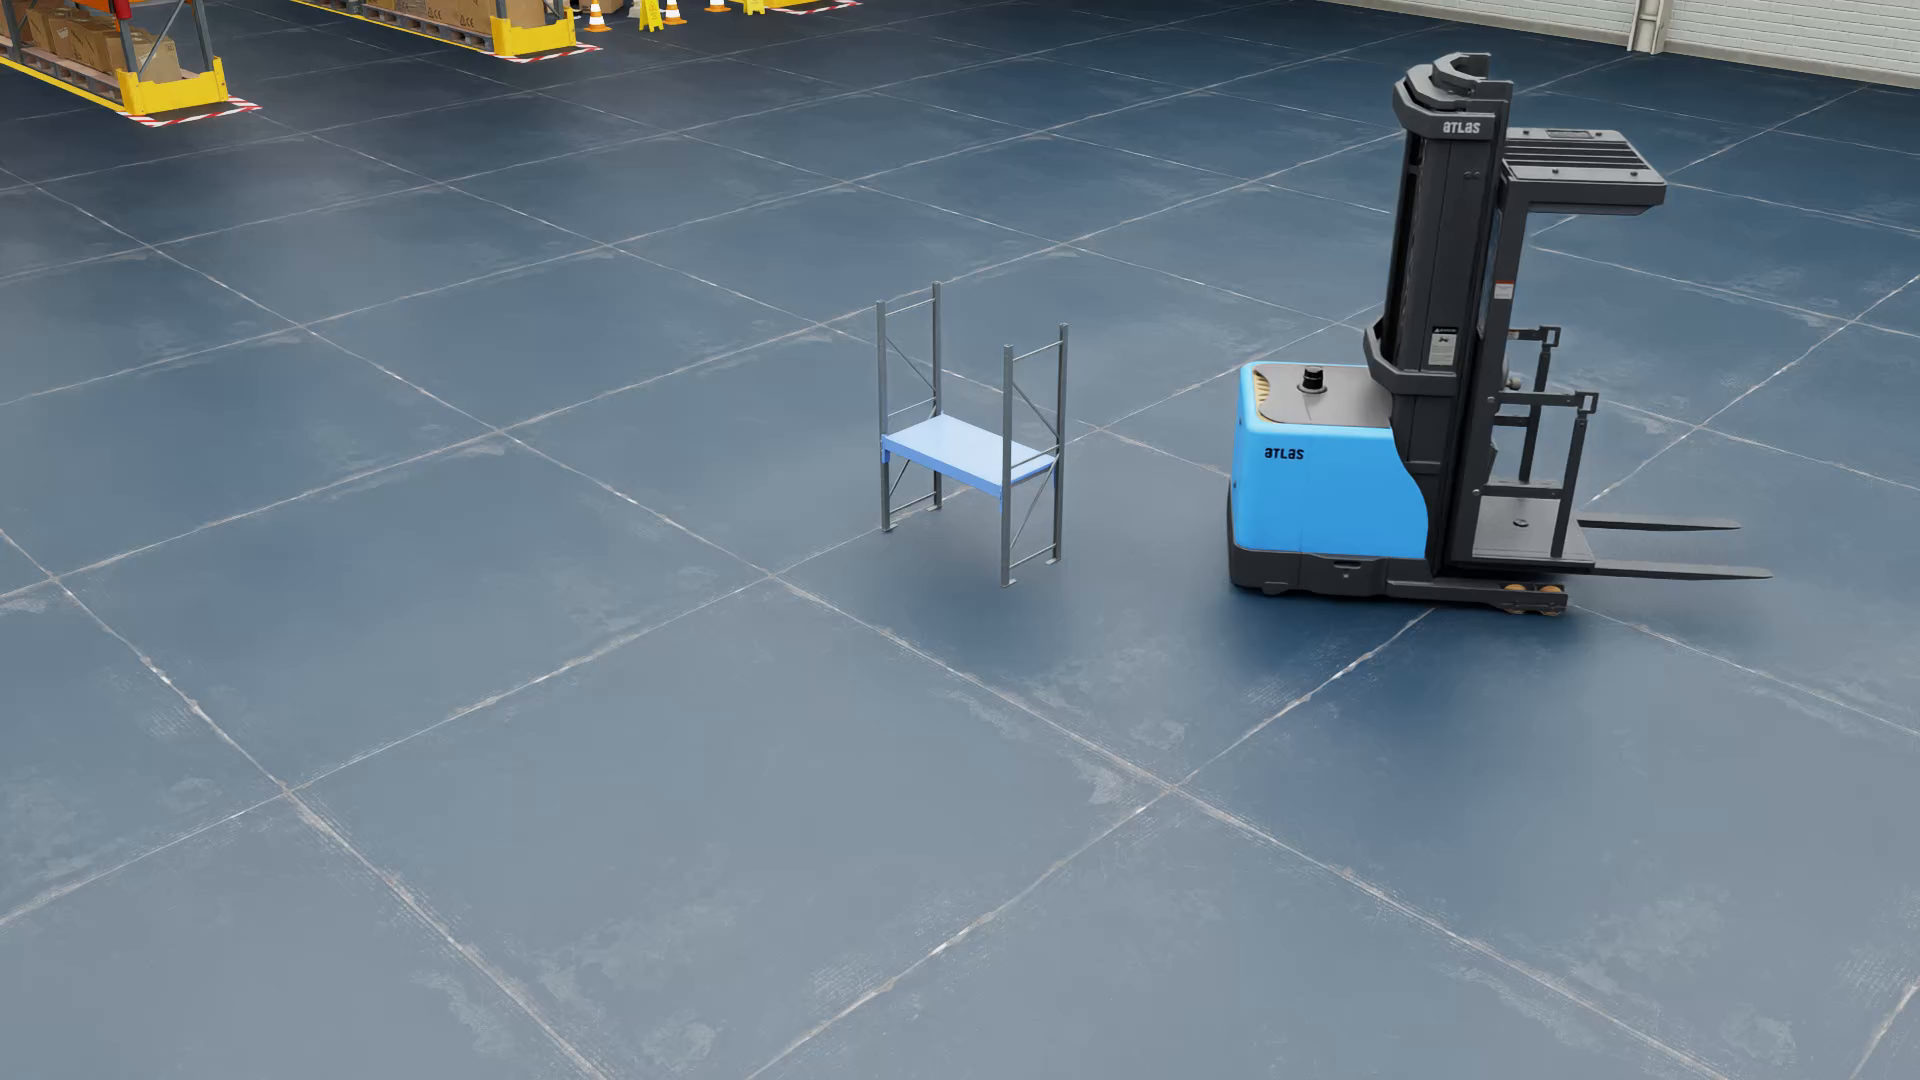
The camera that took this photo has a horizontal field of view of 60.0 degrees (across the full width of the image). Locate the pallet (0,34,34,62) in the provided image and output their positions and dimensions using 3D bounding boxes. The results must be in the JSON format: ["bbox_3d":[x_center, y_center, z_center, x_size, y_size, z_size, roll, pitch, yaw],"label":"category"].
[{"bbox_3d":[-12.937,-6.952,23.244,1.213,0.211,1.003,25,36,38],"label":"pallet"}]

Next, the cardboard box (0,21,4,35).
[{"bbox_3d":[-13.131,-7.390,23.294,0.500,0.500,0.700,24,36,38],"label":"cardboard box"}]

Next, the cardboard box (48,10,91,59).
[{"bbox_3d":[-11.710,-6.684,21.973,0.500,0.500,0.500,-13,31,-24],"label":"cardboard box"}]

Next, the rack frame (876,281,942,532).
[{"bbox_3d":[-0.302,-0.802,10.163,0.032,1.500,0.500,25,36,38],"label":"rack frame"}]

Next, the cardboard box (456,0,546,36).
[{"bbox_3d":[-6.509,-7.685,23.474,0.875,0.875,0.875,25,37,39],"label":"cardboard box"}]

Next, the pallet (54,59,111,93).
[{"bbox_3d":[-11.003,-6.093,21.610,1.213,0.211,1.003,25,36,38],"label":"pallet"}]

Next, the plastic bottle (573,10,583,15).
[{"bbox_3d":[-5.982,-8.156,25.695,0.283,0.061,0.133,12,30,22],"label":"plastic bottle"}]

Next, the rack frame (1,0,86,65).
[{"bbox_3d":[-12.381,-7.932,22.113,0.127,3.000,1.000,25,36,38],"label":"rack frame"}]

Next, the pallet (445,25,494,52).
[{"bbox_3d":[-6.604,-7.241,23.794,1.213,0.211,1.003,25,36,38],"label":"pallet"}]

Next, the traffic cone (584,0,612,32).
[{"bbox_3d":[-5.362,-7.762,24.514,0.334,0.463,0.336,25,36,38],"label":"traffic cone"}]

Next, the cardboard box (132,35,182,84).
[{"bbox_3d":[-9.962,-5.916,20.513,0.500,0.500,0.500,-18,33,-30],"label":"cardboard box"}]

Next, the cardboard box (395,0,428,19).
[{"bbox_3d":[-7.787,-8.270,24.586,0.875,0.875,0.875,25,37,39],"label":"cardboard box"}]

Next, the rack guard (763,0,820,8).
[{"bbox_3d":[-2.635,-8.834,26.514,0.348,0.500,1.175,25,36,38],"label":"rack guard"}]

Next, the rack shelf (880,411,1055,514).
[{"bbox_3d":[0.061,-0.477,9.932,1.000,0.185,0.538,25,36,38],"label":"rack shelf"}]

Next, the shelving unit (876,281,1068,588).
[{"bbox_3d":[0.061,-0.636,9.848,1.048,1.500,0.538,25,36,38],"label":"shelving unit"}]

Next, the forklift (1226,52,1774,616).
[{"bbox_3d":[3.126,-1.129,9.248,3.031,2.935,1.130,3,28,6],"label":"forklift"}]

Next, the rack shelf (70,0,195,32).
[{"bbox_3d":[-10.955,-6.961,21.039,4.000,0.370,1.077,25,36,38],"label":"rack shelf"}]

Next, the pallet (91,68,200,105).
[{"bbox_3d":[-10.137,-5.695,20.853,1.213,0.211,1.003,25,36,38],"label":"pallet"}]

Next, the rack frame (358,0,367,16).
[{"bbox_3d":[-8.831,-9.545,25.180,0.127,3.000,1.000,25,36,38],"label":"rack frame"}]

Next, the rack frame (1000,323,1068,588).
[{"bbox_3d":[0.423,-0.470,9.533,0.032,1.500,0.500,25,36,38],"label":"rack frame"}]

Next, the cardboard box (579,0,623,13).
[{"bbox_3d":[-5.608,-8.544,25.958,0.637,0.503,0.797,2,28,4],"label":"cardboard box"}]

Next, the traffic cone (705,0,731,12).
[{"bbox_3d":[-3.792,-8.505,25.928,0.334,0.463,0.336,25,36,38],"label":"traffic cone"}]

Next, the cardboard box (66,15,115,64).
[{"bbox_3d":[-11.212,-6.507,21.637,0.500,0.500,0.500,21,34,34],"label":"cardboard box"}]

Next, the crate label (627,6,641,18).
[{"bbox_3d":[-4.932,-8.118,25.541,0.298,0.136,0.250,7,29,13],"label":"crate label"}]

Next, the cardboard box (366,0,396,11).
[{"bbox_3d":[-8.432,-8.562,25.143,0.875,0.875,0.875,-25,36,-38],"label":"cardboard box"}]

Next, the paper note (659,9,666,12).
[{"bbox_3d":[-4.650,-8.250,25.906,0.142,0.019,0.148,12,30,22],"label":"paper note"}]

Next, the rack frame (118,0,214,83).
[{"bbox_3d":[-9.529,-6.627,19.630,0.127,3.000,1.000,25,36,38],"label":"rack frame"}]

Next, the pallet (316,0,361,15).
[{"bbox_3d":[-9.434,-8.538,26.261,1.213,0.211,1.003,25,36,38],"label":"pallet"}]

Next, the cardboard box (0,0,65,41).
[{"bbox_3d":[-12.804,-7.228,22.987,0.500,0.500,0.700,21,34,35],"label":"cardboard box"}]

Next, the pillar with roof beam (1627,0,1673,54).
[{"bbox_3d":[6.571,-9.402,18.461,0.400,9.000,9.100,25,36,38],"label":"pillar with roof beam"}]

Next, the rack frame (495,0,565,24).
[{"bbox_3d":[-5.979,-8.240,22.698,0.127,3.000,1.000,25,36,38],"label":"rack frame"}]

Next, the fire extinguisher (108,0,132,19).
[{"bbox_3d":[-9.770,-6.403,19.287,0.183,0.674,0.296,25,36,38],"label":"fire extinguisher"}]

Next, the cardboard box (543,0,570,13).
[{"bbox_3d":[-6.315,-8.386,25.912,0.396,0.266,0.258,-18,33,-31],"label":"cardboard box"}]

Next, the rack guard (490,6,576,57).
[{"bbox_3d":[-5.962,-7.126,23.265,0.348,0.500,1.175,25,36,38],"label":"rack guard"}]

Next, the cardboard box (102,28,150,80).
[{"bbox_3d":[-10.412,-6.100,20.862,0.500,0.500,0.500,-15,31,-27],"label":"cardboard box"}]

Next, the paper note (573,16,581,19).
[{"bbox_3d":[-5.877,-7.987,25.408,0.144,0.017,0.142,-13,30,-22],"label":"paper note"}]

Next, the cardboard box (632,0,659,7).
[{"bbox_3d":[-4.931,-8.411,26.087,0.380,0.149,0.250,-7,29,-14],"label":"cardboard box"}]

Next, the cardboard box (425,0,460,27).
[{"bbox_3d":[-7.138,-7.971,24.019,0.875,0.875,0.875,24,36,38],"label":"cardboard box"}]

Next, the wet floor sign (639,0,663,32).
[{"bbox_3d":[-4.570,-7.846,24.478,0.232,0.644,0.267,18,33,30],"label":"wet floor sign"}]

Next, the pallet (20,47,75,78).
[{"bbox_3d":[-11.877,-6.491,22.367,1.213,0.211,1.003,25,36,38],"label":"pallet"}]

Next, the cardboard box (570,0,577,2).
[{"bbox_3d":[-6.281,-8.906,26.502,0.503,0.637,0.797,25,36,38],"label":"cardboard box"}]

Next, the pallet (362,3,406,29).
[{"bbox_3d":[-8.344,-8.037,25.308,1.213,0.211,1.003,25,36,38],"label":"pallet"}]

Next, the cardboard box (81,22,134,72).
[{"bbox_3d":[-10.846,-6.310,21.262,0.500,0.500,0.500,-21,34,-35],"label":"cardboard box"}]

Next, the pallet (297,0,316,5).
[{"bbox_3d":[-10.309,-8.936,27.018,1.213,0.211,1.003,25,36,38],"label":"pallet"}]

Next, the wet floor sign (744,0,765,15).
[{"bbox_3d":[-3.195,-8.457,25.640,0.267,0.644,0.232,-13,30,-22],"label":"wet floor sign"}]

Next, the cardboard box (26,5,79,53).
[{"bbox_3d":[-12.124,-6.868,22.323,0.500,0.500,0.500,23,36,37],"label":"cardboard box"}]

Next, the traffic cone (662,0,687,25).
[{"bbox_3d":[-4.328,-8.026,25.017,0.334,0.463,0.336,25,36,38],"label":"traffic cone"}]

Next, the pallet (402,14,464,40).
[{"bbox_3d":[-7.470,-7.639,24.551,1.213,0.211,1.003,25,36,38],"label":"pallet"}]

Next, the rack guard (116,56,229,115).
[{"bbox_3d":[-9.583,-5.546,20.259,0.348,0.500,1.175,25,36,38],"label":"rack guard"}]
